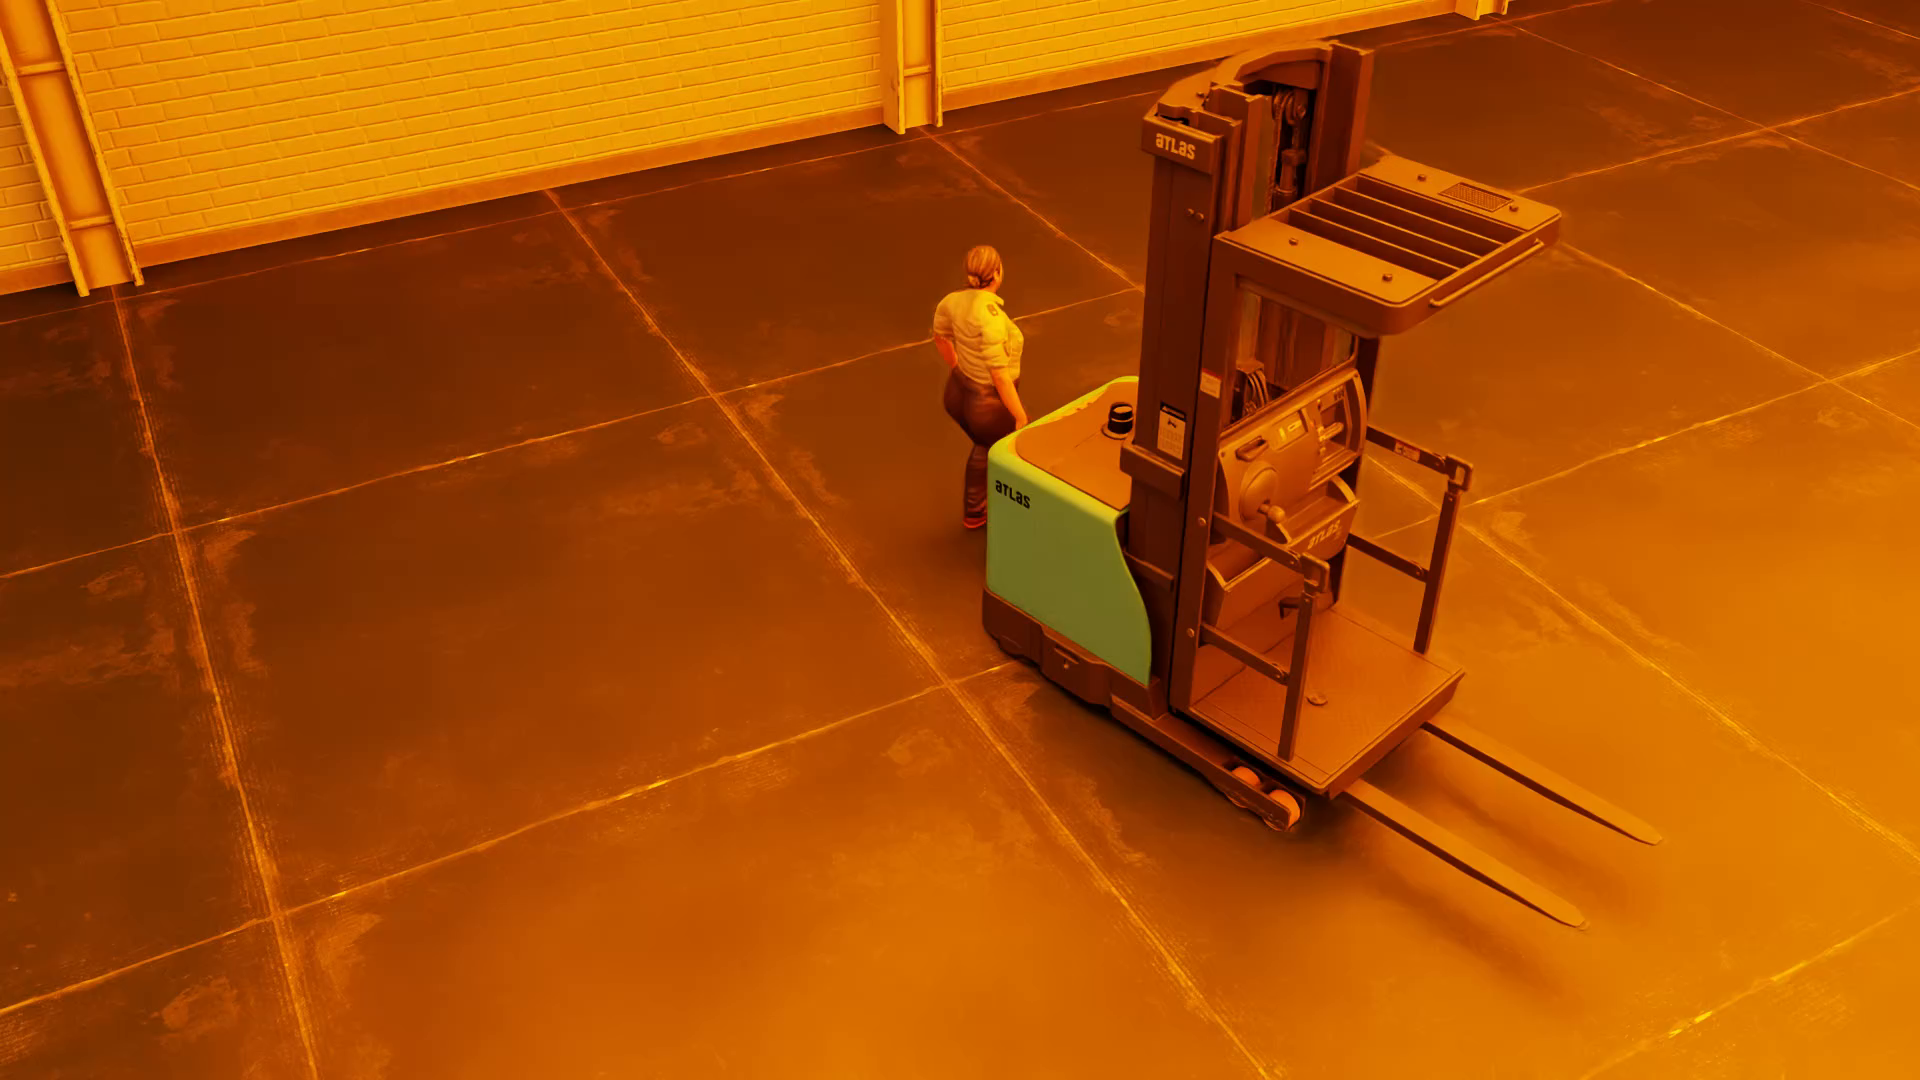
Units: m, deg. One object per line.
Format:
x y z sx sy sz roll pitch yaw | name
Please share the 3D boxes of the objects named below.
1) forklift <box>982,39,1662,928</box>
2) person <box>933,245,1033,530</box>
1.495 -0.324 6.581 1.130 2.935 3.031 -29 45 -35 | forklift
0.171 -0.717 8.286 0.470 1.625 0.680 -22 41 -28 | person
